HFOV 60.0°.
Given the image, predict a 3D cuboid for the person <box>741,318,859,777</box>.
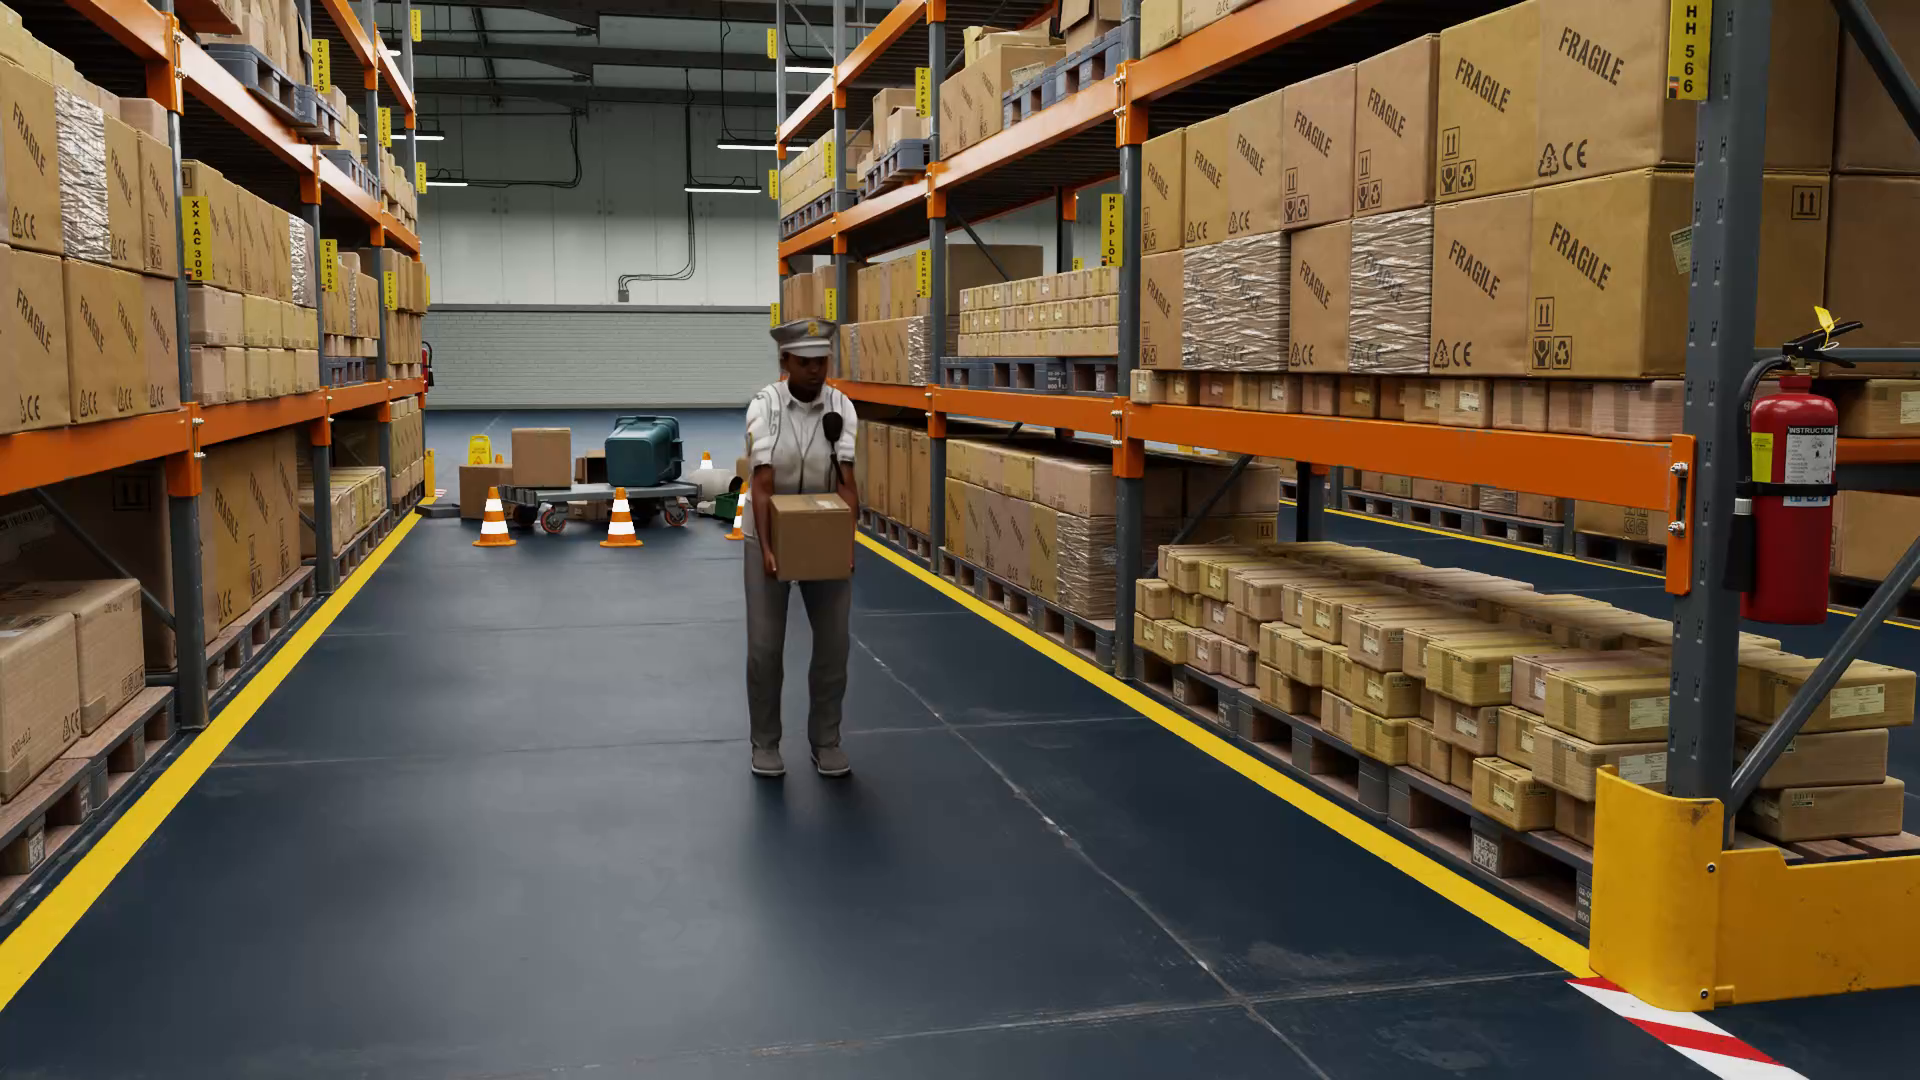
[{"bbox_3d":[-0.568,0.033,6.005,0.416,1.646,0.555,-2,6,-15],"label":"person"}]
